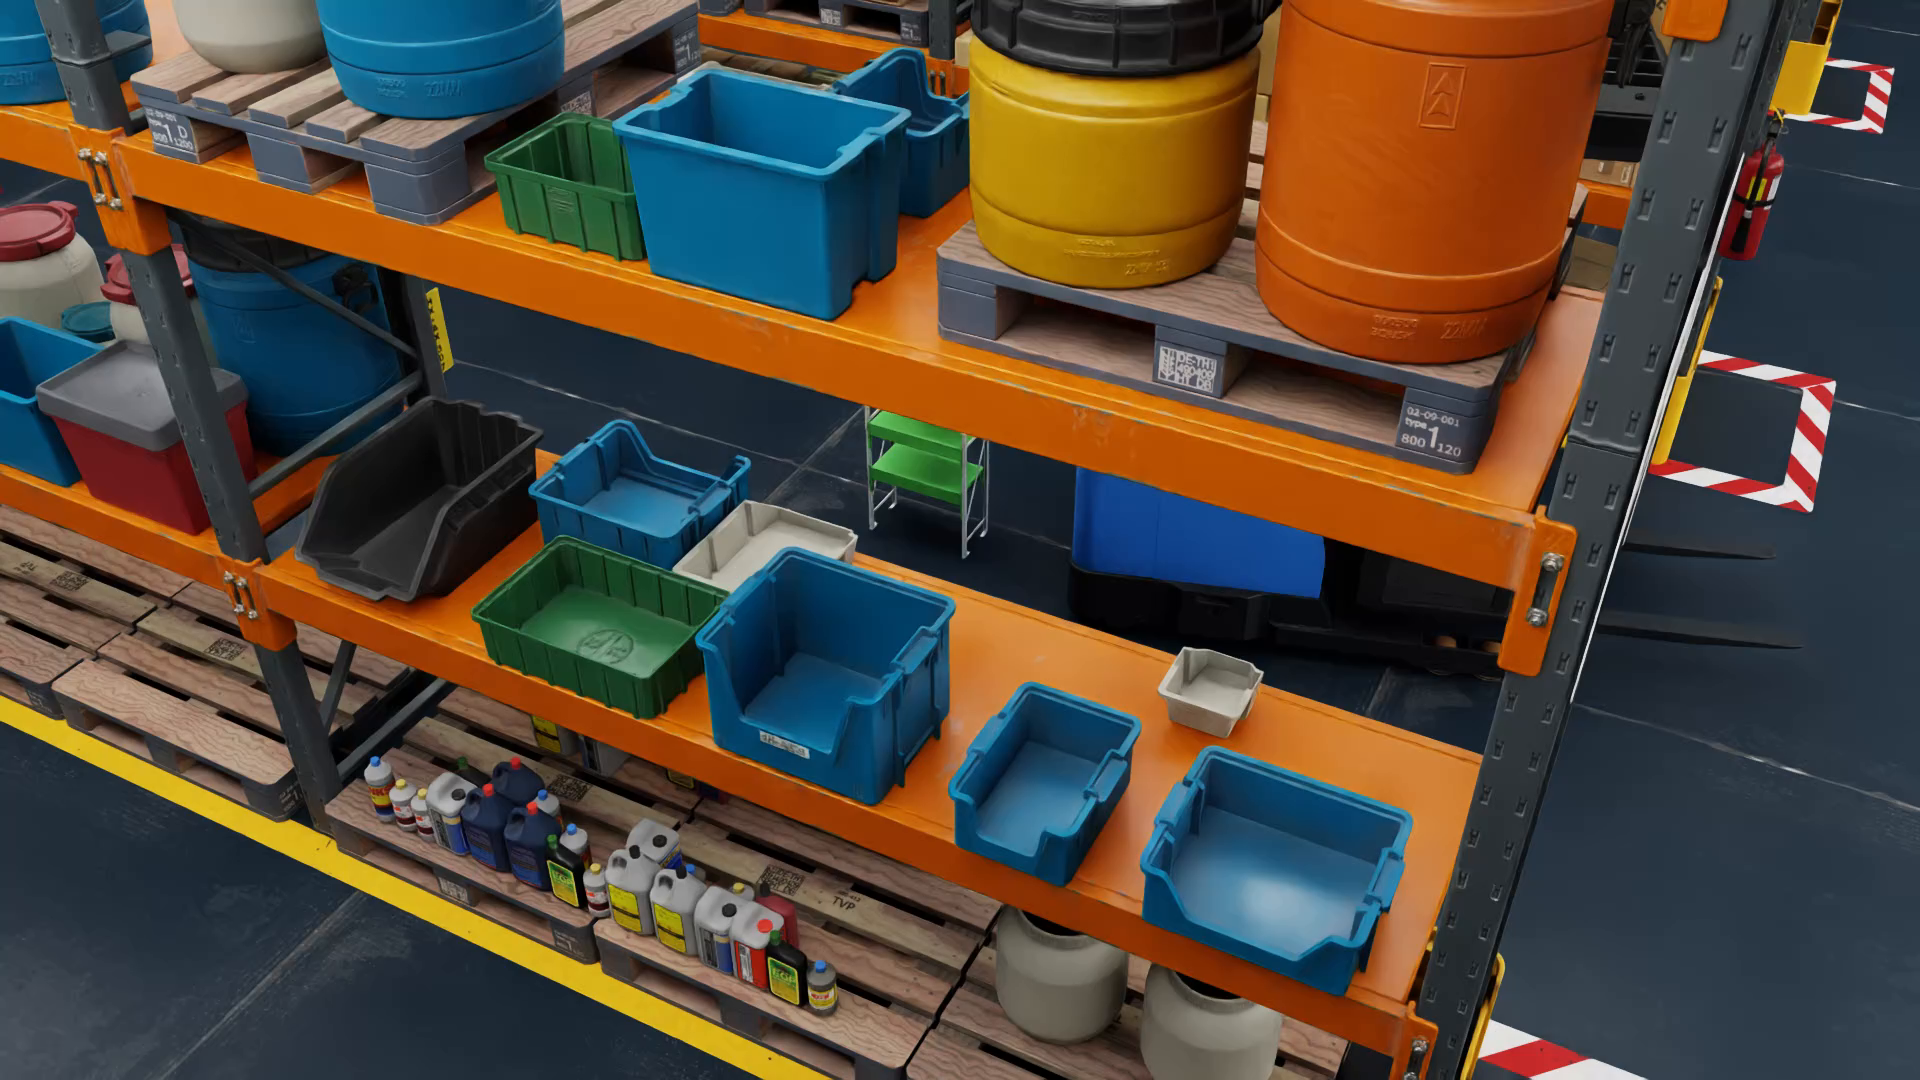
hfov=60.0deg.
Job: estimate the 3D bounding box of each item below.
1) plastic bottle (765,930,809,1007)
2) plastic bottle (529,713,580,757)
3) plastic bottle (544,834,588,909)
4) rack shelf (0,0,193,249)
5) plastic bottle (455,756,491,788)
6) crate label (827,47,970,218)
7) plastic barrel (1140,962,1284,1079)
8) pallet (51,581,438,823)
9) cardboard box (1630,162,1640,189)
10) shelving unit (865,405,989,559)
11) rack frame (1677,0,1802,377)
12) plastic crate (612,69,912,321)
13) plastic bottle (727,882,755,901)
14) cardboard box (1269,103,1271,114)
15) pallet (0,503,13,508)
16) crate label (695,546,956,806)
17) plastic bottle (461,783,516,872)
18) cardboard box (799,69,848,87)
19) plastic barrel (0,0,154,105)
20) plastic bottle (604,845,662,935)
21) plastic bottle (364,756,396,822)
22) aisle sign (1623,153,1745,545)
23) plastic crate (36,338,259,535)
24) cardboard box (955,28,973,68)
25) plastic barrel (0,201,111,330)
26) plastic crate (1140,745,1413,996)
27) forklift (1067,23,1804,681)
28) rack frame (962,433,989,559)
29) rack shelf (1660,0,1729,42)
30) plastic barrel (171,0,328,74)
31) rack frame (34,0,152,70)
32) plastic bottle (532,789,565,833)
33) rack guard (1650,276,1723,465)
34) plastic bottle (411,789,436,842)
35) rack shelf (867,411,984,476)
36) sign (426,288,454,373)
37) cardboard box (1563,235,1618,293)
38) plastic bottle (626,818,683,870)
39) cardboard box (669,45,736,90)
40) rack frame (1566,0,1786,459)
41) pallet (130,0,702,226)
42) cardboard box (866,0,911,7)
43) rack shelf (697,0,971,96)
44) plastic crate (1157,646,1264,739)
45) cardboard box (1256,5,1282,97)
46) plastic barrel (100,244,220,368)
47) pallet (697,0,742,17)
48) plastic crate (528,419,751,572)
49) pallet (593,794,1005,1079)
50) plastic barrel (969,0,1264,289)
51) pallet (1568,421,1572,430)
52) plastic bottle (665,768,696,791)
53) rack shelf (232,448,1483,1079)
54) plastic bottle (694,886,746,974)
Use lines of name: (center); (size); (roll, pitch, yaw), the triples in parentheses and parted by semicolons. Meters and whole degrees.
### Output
plastic bottle: (-0.555, 1.373, 5.344); (0.133, 0.283, 0.061); (18, 41, 23)
plastic bottle: (-1.525, 0.633, 6.262); (0.185, 0.351, 0.144); (17, 41, 21)
plastic bottle: (-1.342, 1.126, 5.668); (0.133, 0.283, 0.061); (19, 41, 23)
rack shelf: (-3.939, -1.813, 5.771); (4.000, 0.370, 1.077); (17, 41, 21)
plastic bottle: (-1.733, 0.900, 5.966); (0.133, 0.283, 0.061); (17, 41, 21)
crate label: (-0.121, -1.069, 4.320); (0.408, 0.251, 0.502); (17, 41, 21)
plastic barrel: (0.770, 1.446, 5.075); (0.421, 0.512, 0.421); (0, 37, 0)
pallet: (-2.878, 0.565, 6.831); (1.213, 0.211, 1.003); (17, 41, 21)
cardboard box: (3.319, -1.764, 7.800); (0.250, 0.149, 0.380); (17, 41, 21)
shelving unit: (-0.147, -0.524, 7.448); (0.503, 1.200, 0.258); (17, 41, 21)
rack frame: (3.667, -1.895, 7.766); (0.127, 3.000, 1.000); (17, 41, 21)
plastic crate: (-0.443, -0.793, 3.846); (0.575, 0.384, 0.392); (17, 41, 21)
plastic bottle: (-0.737, 1.232, 5.596); (0.097, 0.201, 0.097); (0, 37, 0)
cardboard box: (1.749, -2.231, 8.416); (0.250, 0.149, 0.380); (17, 41, 21)
pallet: (-5.045, -0.114, 7.725); (1.213, 0.211, 1.003); (17, 41, 21)
crate label: (-0.370, 0.383, 4.735); (0.616, 0.435, 0.502); (17, 41, 21)
plastic bottle: (-1.637, 0.979, 5.807); (0.185, 0.351, 0.144); (18, 41, 23)
cardboard box: (-0.835, -2.512, 10.282); (0.500, 0.500, 0.700); (17, 40, 21)
plastic barrel: (-2.714, -1.768, 4.702); (0.708, 0.901, 0.600); (17, 41, 21)
plastic bottle: (-1.092, 1.150, 5.582); (0.185, 0.351, 0.144); (17, 40, 21)
plastic bottle: (-2.081, 0.887, 5.993); (0.097, 0.271, 0.097); (0, 37, 0)
aisle sign: (1.588, -0.409, 3.658); (0.004, 0.787, 0.394); (17, 41, 21)
plastic crate: (-2.733, -0.344, 5.670); (0.583, 0.464, 0.402); (17, 41, 21)
cardboard box: (0.168, -2.686, 9.016); (0.250, 0.149, 0.380); (17, 41, 21)
plastic barrel: (-3.563, -0.990, 6.461); (0.433, 0.535, 0.433); (0, 37, 0)
plastic crate: (0.807, 0.845, 4.279); (0.616, 0.251, 0.499); (17, 41, 21)
forklift: (2.036, -0.927, 6.548); (3.031, 2.935, 1.130); (7, 38, 9)
rack frame: (0.070, -0.456, 7.358); (0.015, 1.200, 0.240); (17, 41, 21)
rack shelf: (-0.387, -1.736, 3.520); (4.000, 0.370, 1.077); (17, 41, 21)
plastic barrel: (-1.871, -1.530, 4.364); (0.421, 0.512, 0.421); (0, 37, 0)
rack frame: (-2.163, -2.738, 3.914); (0.127, 3.000, 1.000); (17, 41, 21)
plastic bottle: (-1.453, 0.986, 5.863); (0.097, 0.271, 0.097); (0, 37, 0)
rack guard: (3.599, -0.921, 8.549); (0.348, 0.500, 1.175); (17, 41, 21)
plastic bottle: (-1.901, 0.972, 5.940); (0.097, 0.201, 0.097); (0, 37, 0)
rack shelf: (-0.147, -0.473, 7.487); (0.480, 0.148, 0.258); (17, 41, 21)
sign: (-1.900, -0.751, 6.029); (0.005, 0.325, 0.100); (17, 41, 21)
cardboard box: (3.120, -1.249, 8.635); (0.500, 0.500, 0.500); (25, 44, 29)
plastic bottle: (-1.046, 1.093, 5.718); (0.135, 0.276, 0.152); (17, 41, 21)
cardboard box: (-1.828, -2.822, 10.691); (0.500, 0.500, 0.700); (21, 42, 25)
rack frame: (1.389, -1.626, 2.449); (0.127, 3.000, 1.000); (17, 41, 21)
pallet: (-1.477, -1.320, 4.683); (1.003, 0.211, 1.213); (17, 41, 21)
cardboard box: (-0.526, -3.710, 9.313); (1.000, 1.000, 1.000); (18, 41, 22)
rack shelf: (-1.661, -3.277, 10.181); (4.000, 0.370, 1.077); (17, 41, 21)
plastic crate: (0.743, 0.447, 4.898); (0.250, 0.136, 0.298); (17, 41, 21)
cardboard box: (1.829, -2.603, 8.370); (0.500, 0.500, 0.875); (17, 41, 21)
plastic barrel: (-2.911, -0.786, 6.192); (0.433, 0.535, 0.433); (0, 37, 0)
pallet: (-1.660, -3.515, 10.058); (1.213, 0.211, 1.003); (17, 41, 21)
plastic crate: (-1.055, -0.127, 5.560); (0.616, 0.251, 0.499); (17, 41, 21)
pallet: (-0.498, 1.310, 5.850); (1.213, 0.211, 1.003); (17, 41, 21)
plastic barrel: (0.318, -0.922, 3.500); (0.600, 0.588, 0.600); (0, 37, 0)
pallet: (2.894, -1.051, 8.959); (1.213, 0.211, 1.003); (17, 41, 21)
plastic bottle: (-1.025, 0.788, 6.114); (0.133, 0.283, 0.061); (17, 41, 21)
rack shelf: (-0.387, 0.494, 5.213); (4.000, 0.370, 1.077); (17, 41, 21)
plastic bottle: (-0.778, 1.275, 5.478); (0.135, 0.276, 0.152); (16, 40, 20)
